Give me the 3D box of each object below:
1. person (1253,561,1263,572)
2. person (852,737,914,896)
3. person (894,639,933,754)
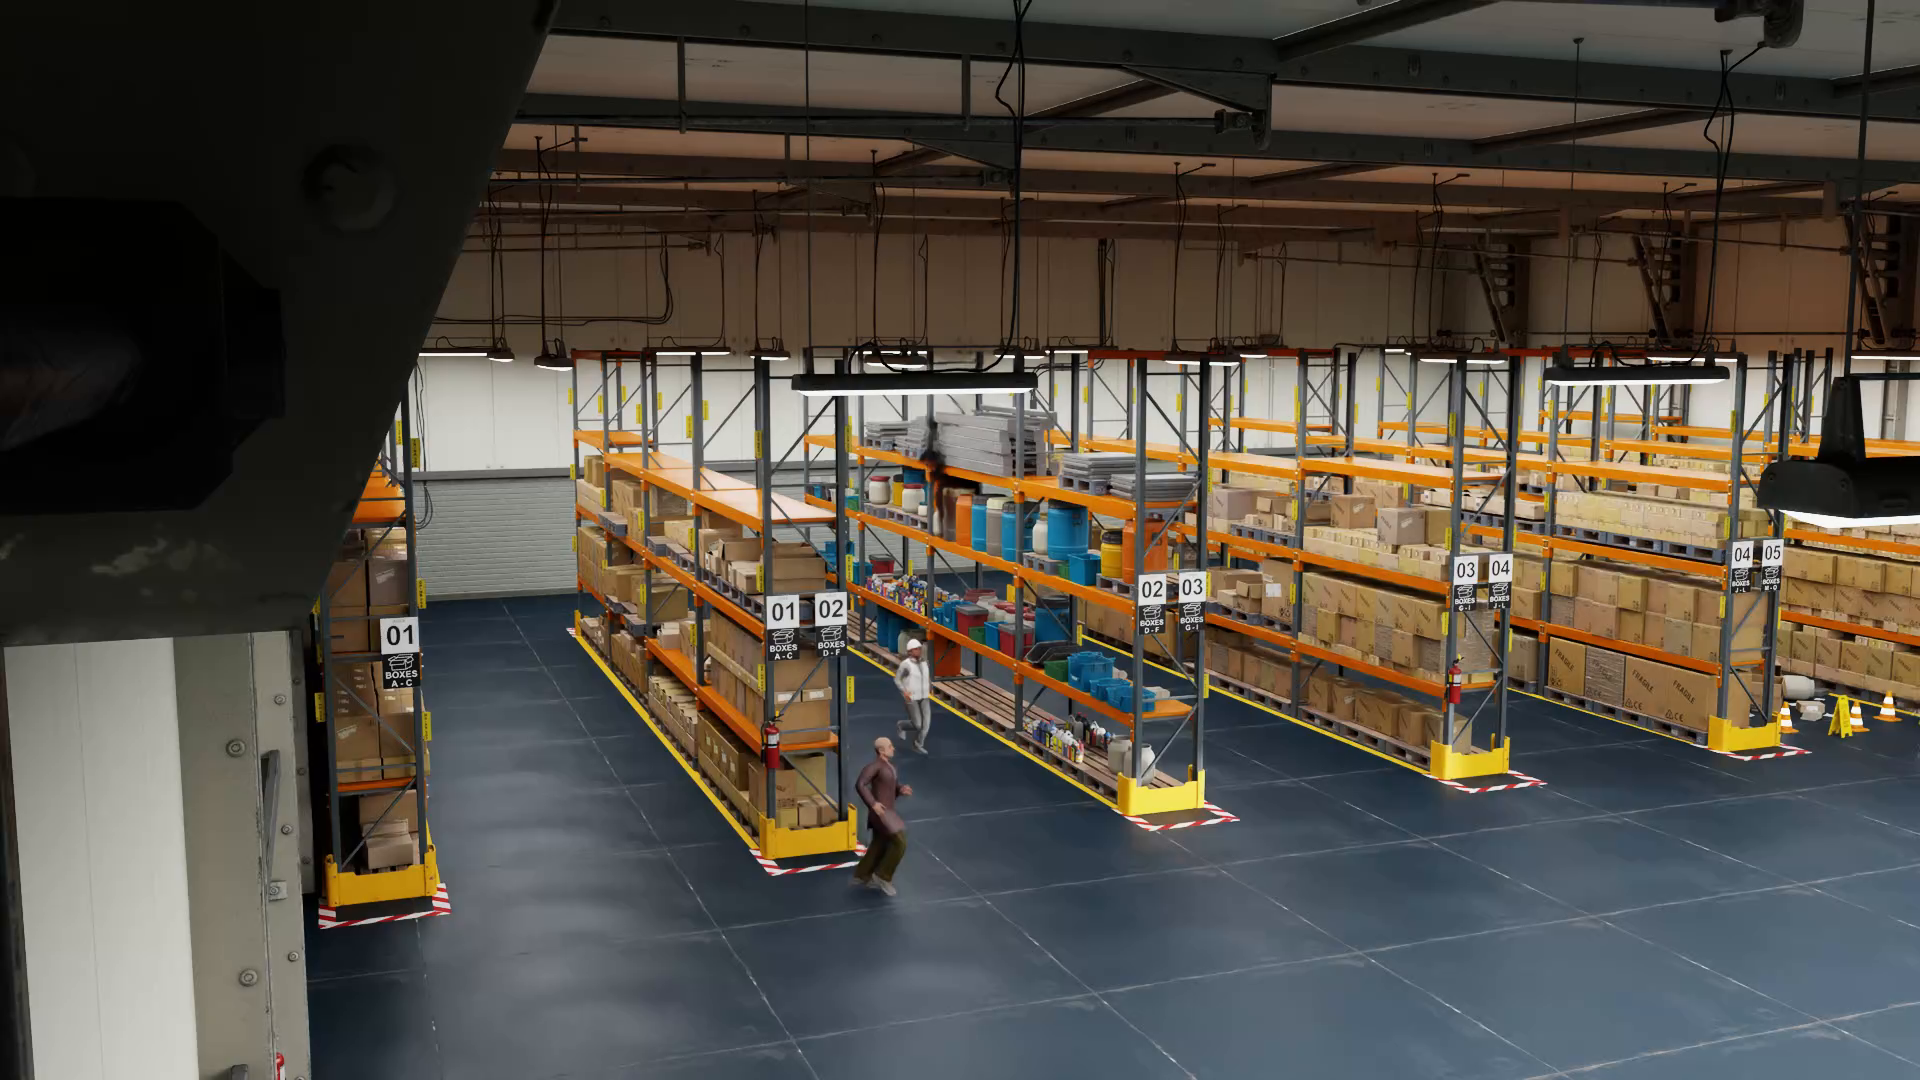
[{"bbox_3d":[7.889,0.159,43.179,0.594,1.617,0.563,-6,9,-40],"label":"person"},{"bbox_3d":[-0.878,3.132,18.875,0.724,1.813,0.702,1,7,7],"label":"person"},{"bbox_3d":[-0.695,2.359,25.176,0.664,1.732,0.625,-6,9,-38],"label":"person"}]
